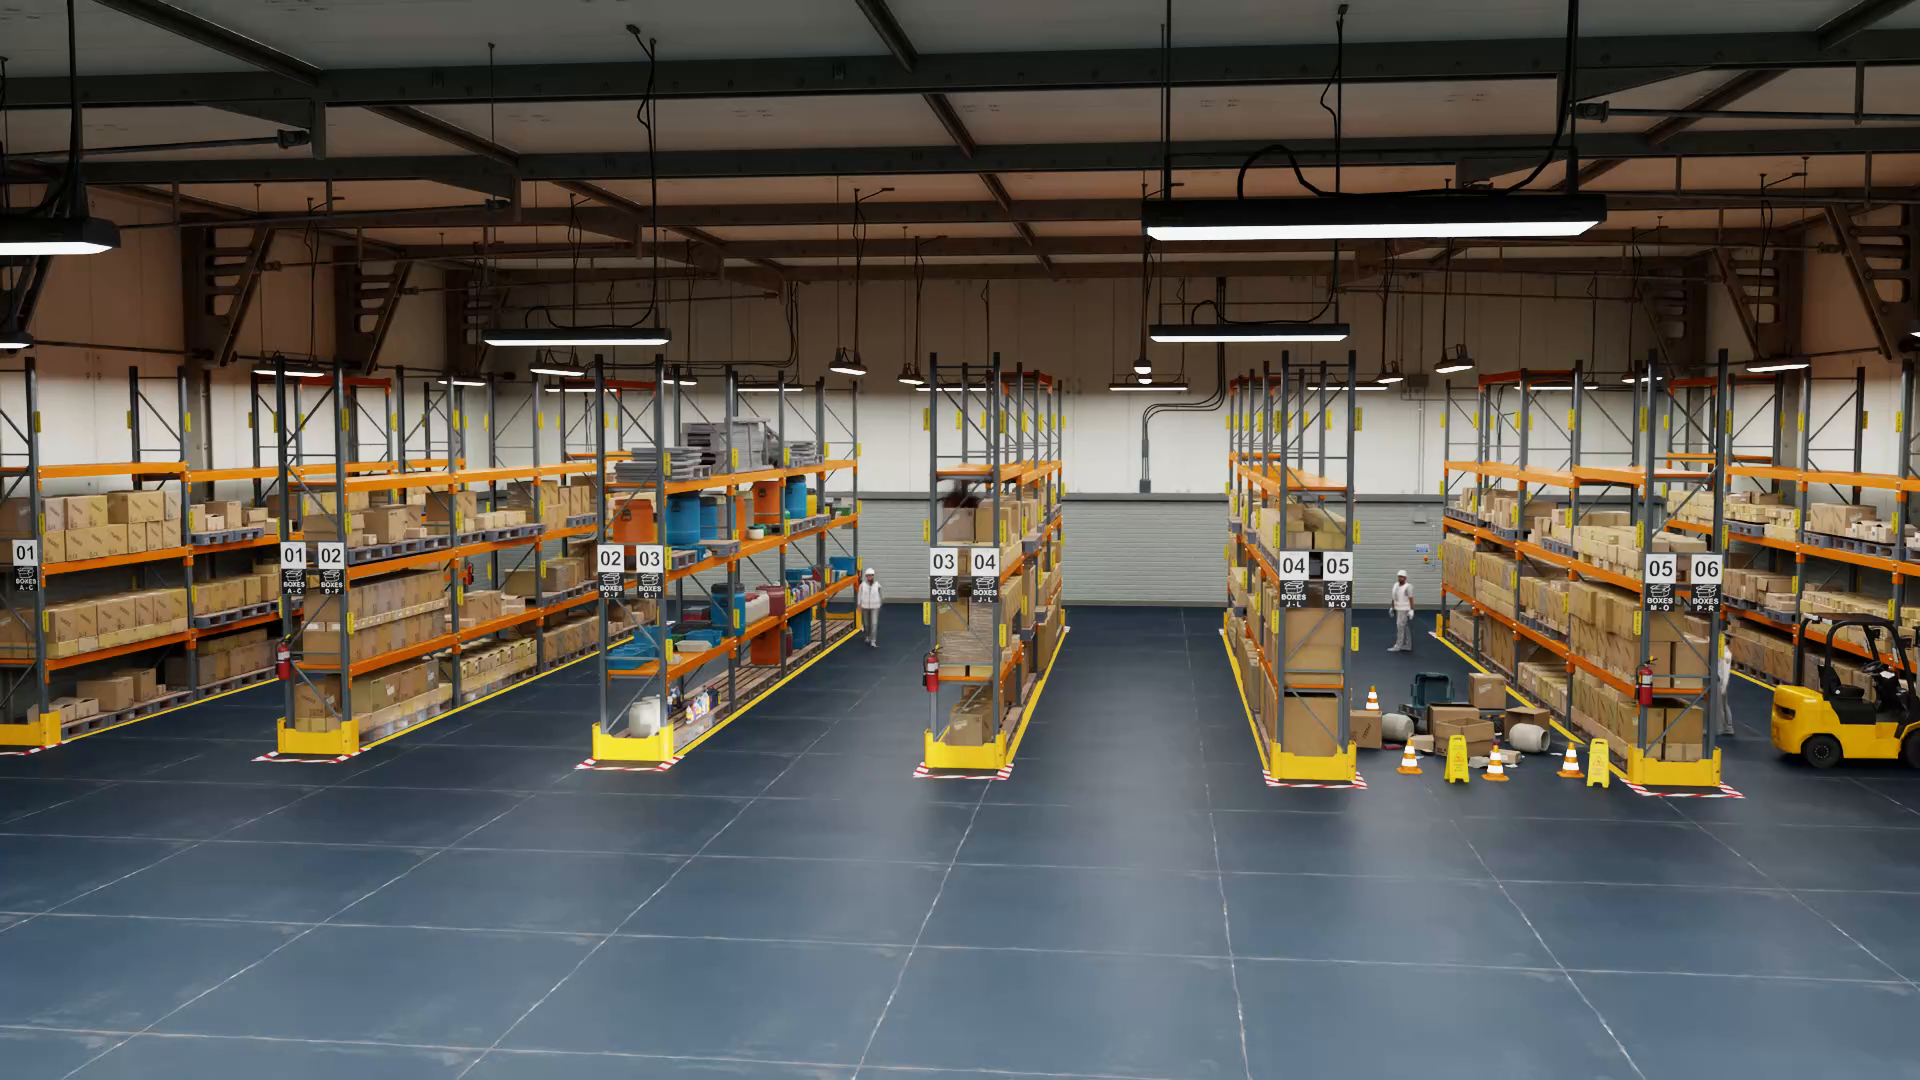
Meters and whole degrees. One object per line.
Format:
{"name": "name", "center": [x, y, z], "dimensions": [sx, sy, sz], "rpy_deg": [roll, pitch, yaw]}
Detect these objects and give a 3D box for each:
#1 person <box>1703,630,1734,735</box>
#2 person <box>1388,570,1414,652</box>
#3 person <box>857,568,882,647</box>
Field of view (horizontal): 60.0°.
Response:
{"name": "person", "center": [12.196, 2.280, 26.669], "dimensions": [0.421, 1.692, 0.512], "rpy_deg": [3, 5, 32]}
{"name": "person", "center": [9.607, 1.544, 36.409], "dimensions": [0.641, 1.776, 0.595], "rpy_deg": [0, 4, -5]}
{"name": "person", "center": [-2.017, 1.506, 37.195], "dimensions": [0.554, 1.739, 0.976], "rpy_deg": [0, 4, 1]}
